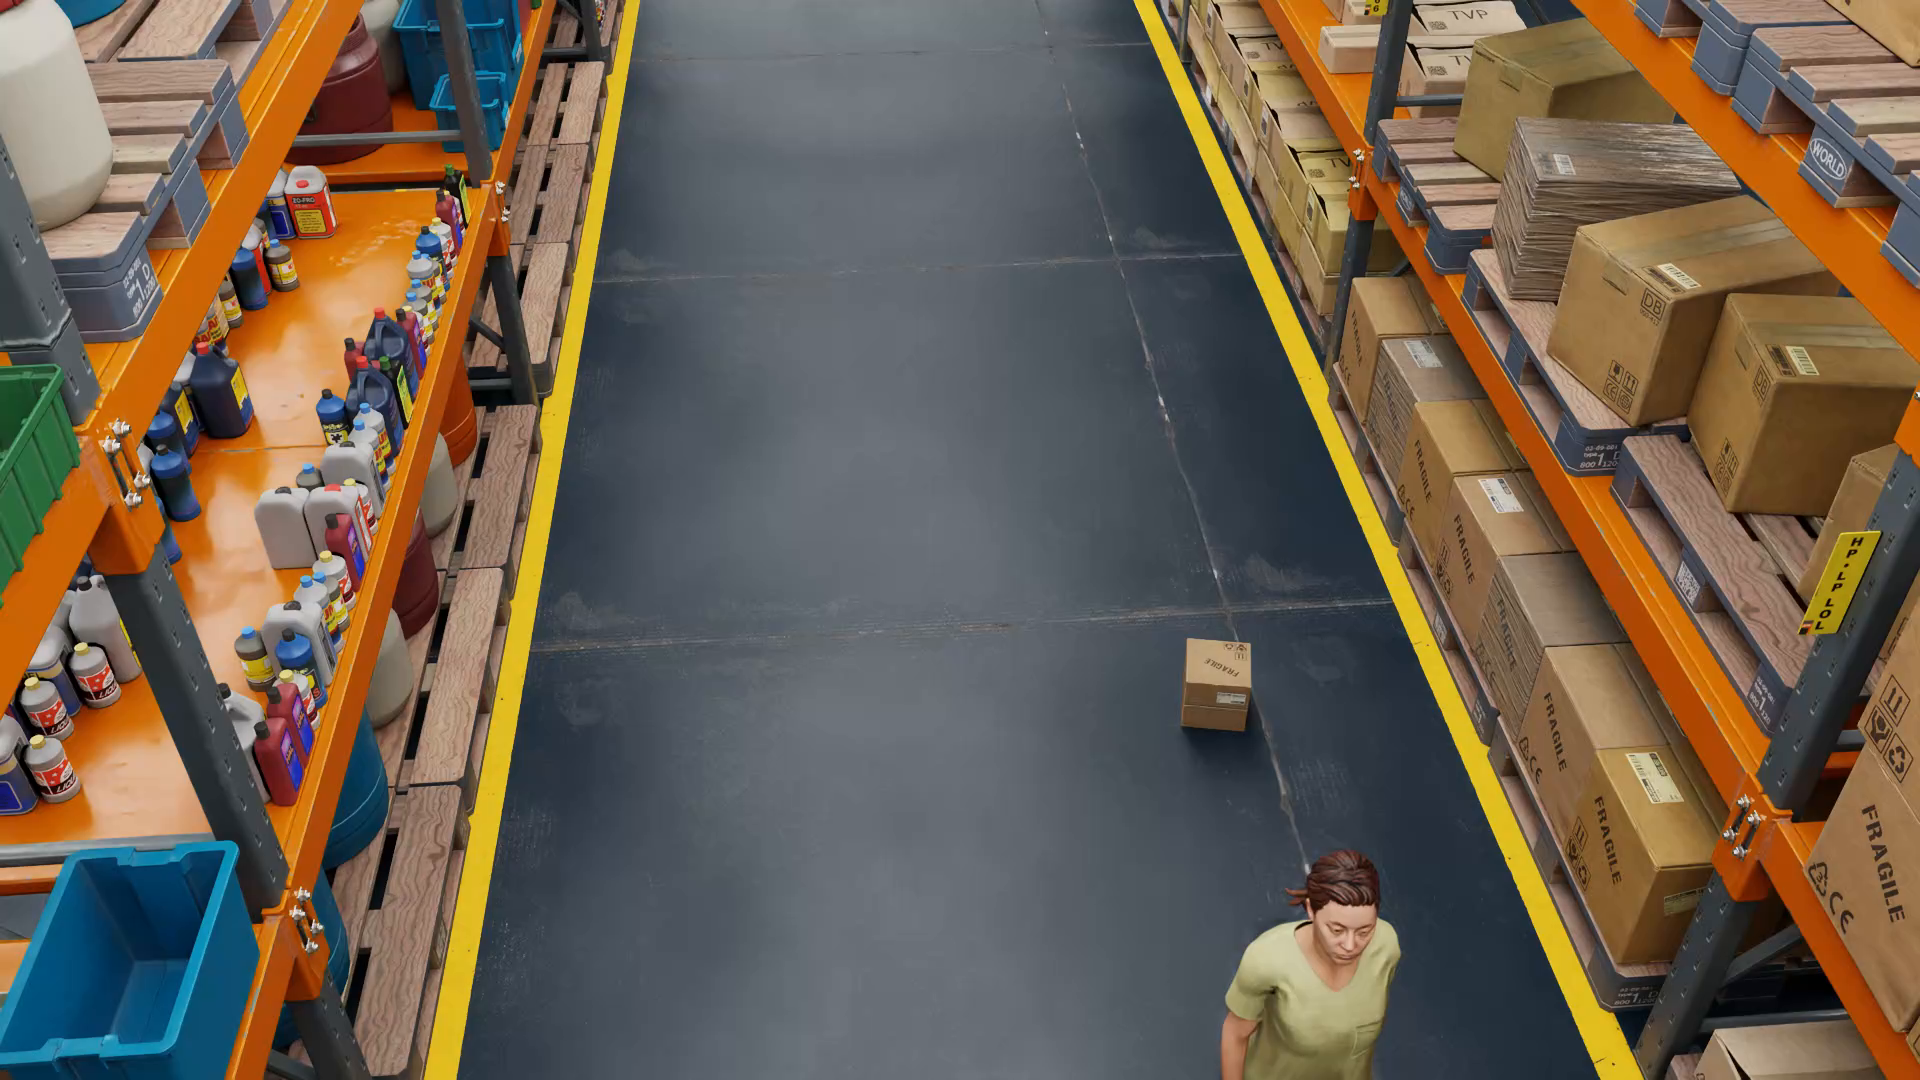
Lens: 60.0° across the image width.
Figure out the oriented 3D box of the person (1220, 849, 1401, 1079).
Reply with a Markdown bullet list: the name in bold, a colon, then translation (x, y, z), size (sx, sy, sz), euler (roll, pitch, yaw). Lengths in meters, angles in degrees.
- **person**: translation (0.907, 1.473, 4.334), size (0.475, 1.616, 0.972), euler (-2, 39, -3)
